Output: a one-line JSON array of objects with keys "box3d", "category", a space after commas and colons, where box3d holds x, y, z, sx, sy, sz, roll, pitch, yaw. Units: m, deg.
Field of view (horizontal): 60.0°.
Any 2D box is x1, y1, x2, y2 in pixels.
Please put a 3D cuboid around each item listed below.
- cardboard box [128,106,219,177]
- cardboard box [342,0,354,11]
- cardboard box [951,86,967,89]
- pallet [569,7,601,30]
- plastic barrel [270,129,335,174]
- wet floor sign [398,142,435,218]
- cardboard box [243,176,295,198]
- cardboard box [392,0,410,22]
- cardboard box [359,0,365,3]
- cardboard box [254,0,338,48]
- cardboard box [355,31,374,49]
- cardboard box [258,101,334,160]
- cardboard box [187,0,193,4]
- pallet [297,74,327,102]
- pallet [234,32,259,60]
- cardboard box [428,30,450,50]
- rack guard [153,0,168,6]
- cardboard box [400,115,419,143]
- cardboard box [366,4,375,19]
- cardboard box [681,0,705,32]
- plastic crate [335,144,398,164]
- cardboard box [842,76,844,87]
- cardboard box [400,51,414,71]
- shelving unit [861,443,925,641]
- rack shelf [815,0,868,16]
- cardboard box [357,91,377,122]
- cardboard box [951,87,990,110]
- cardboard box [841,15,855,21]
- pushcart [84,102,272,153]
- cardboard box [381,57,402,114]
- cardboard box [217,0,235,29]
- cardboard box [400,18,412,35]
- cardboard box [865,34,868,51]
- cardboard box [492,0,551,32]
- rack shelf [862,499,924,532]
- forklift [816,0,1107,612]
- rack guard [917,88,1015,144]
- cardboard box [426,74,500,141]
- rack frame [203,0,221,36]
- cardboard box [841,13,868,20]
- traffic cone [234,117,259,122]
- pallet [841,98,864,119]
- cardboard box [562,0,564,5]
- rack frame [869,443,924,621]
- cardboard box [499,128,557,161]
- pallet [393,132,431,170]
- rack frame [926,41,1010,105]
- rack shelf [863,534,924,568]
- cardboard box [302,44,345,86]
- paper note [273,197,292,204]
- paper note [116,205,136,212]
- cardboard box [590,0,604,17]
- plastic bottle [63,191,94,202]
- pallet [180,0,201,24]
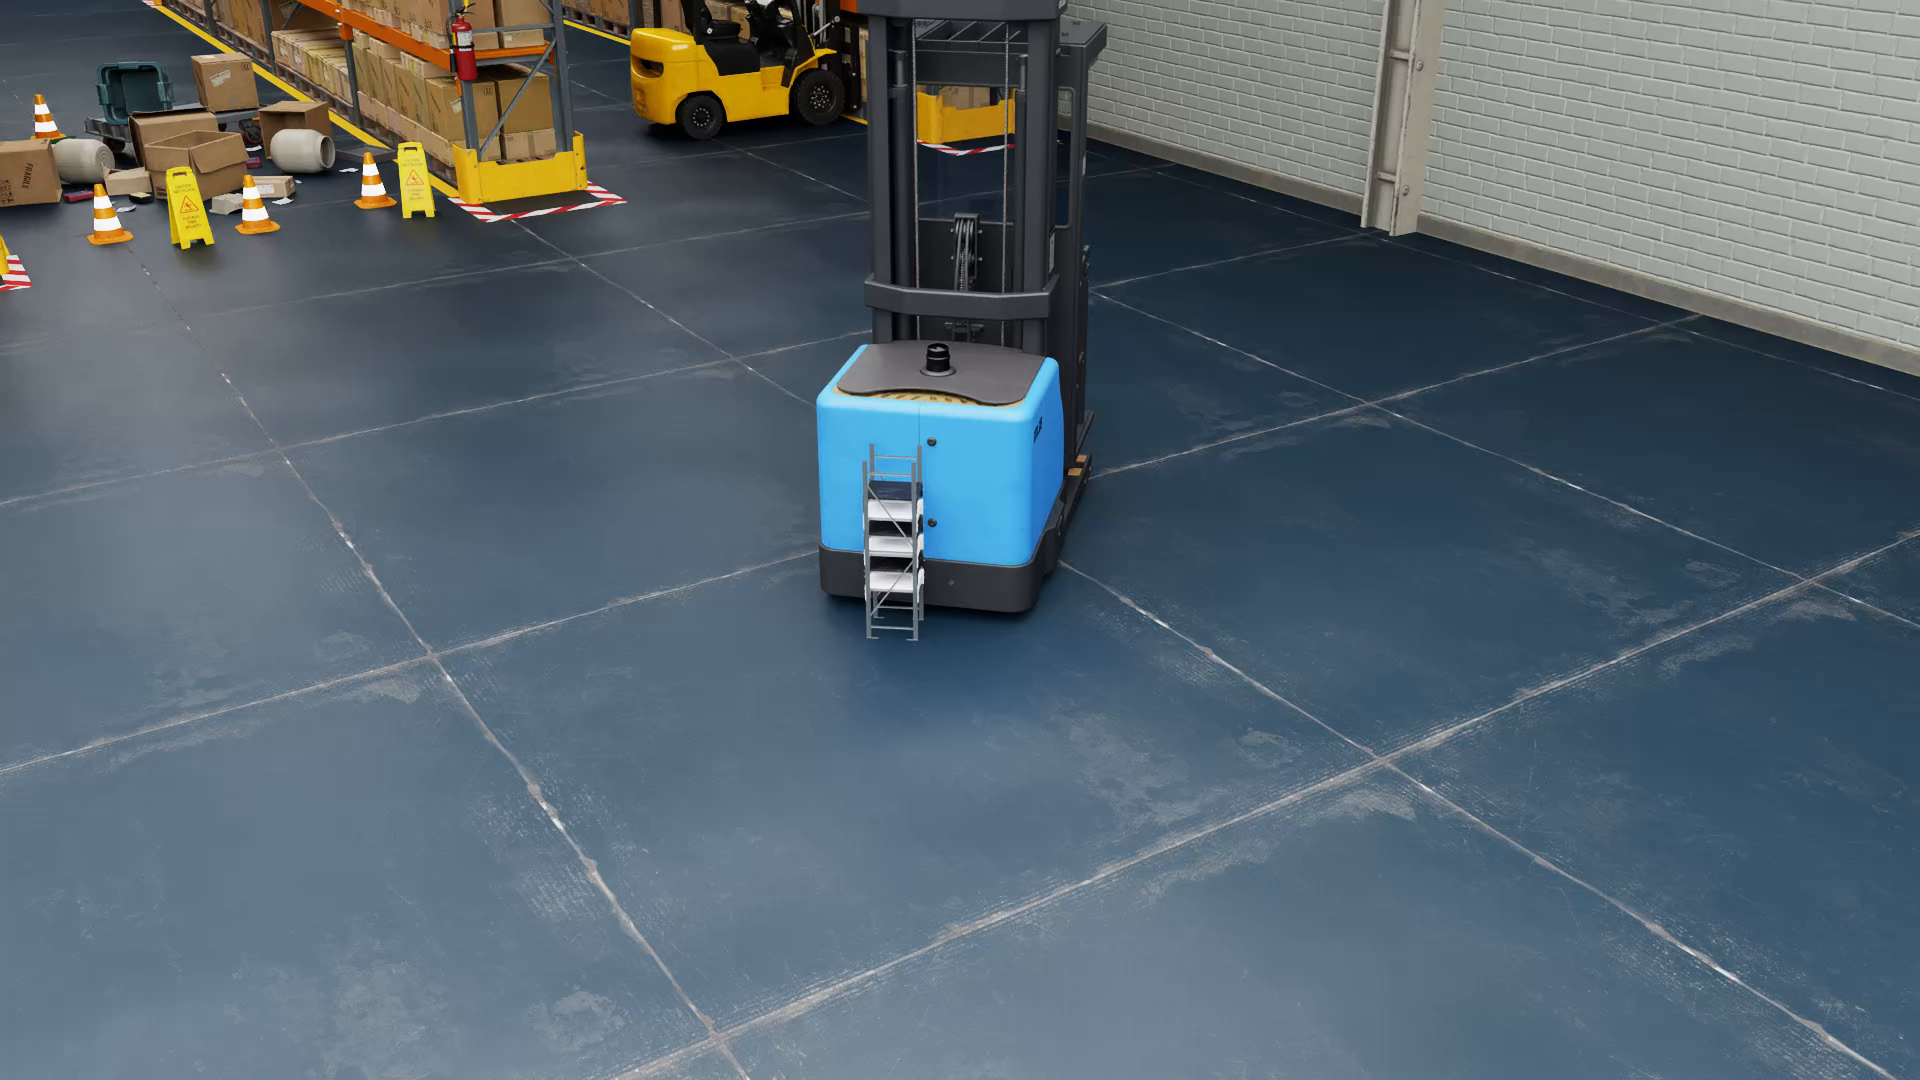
[{"box3d": [-7.662, -3.904, 16.271, 0.797, 0.637, 0.503, -16, 29, -30], "category": "cardboard box"}, {"box3d": [-6.345, -5.730, 17.669, 0.380, 0.149, 0.250, -16, 29, -30], "category": "cardboard box"}, {"box3d": [0.009, -5.148, 18.284, 0.500, 0.250, 0.500, -15, 29, -29], "category": "cardboard box"}, {"box3d": [-5.313, -8.071, 25.599, 1.003, 0.211, 1.213, -16, 29, -30], "category": "pallet"}, {"box3d": [-6.461, -3.822, 16.349, 0.512, 0.421, 0.421, 3, 25, 6], "category": "plastic barrel"}, {"box3d": [-4.858, -3.219, 14.812, 0.267, 0.644, 0.232, -6, 26, -12], "category": "wet floor sign"}, {"box3d": [-6.472, -3.309, 15.586, 0.380, 0.149, 0.250, -1, 25, -3], "category": "cardboard box"}, {"box3d": [-5.132, -5.270, 15.935, 0.500, 0.500, 0.500, -16, 29, -30], "category": "cardboard box"}, {"box3d": [-5.948, -5.815, 17.088, 0.500, 0.500, 0.500, -16, 29, -30], "category": "cardboard box"}, {"box3d": [-8.739, -6.958, 21.971, 0.875, 0.875, 0.875, -16, 30, -30], "category": "cardboard box"}, {"box3d": [-6.135, -5.278, 17.507, 0.380, 0.149, 0.250, -15, 29, -29], "category": "cardboard box"}, {"box3d": [-6.803, -4.202, 17.062, 0.500, 0.500, 0.500, 3, 25, 6], "category": "cardboard box"}, {"box3d": [-11.848, -8.817, 26.422, 0.875, 0.438, 0.875, -15, 29, -28], "category": "cardboard box"}, {"box3d": [-7.345, -5.485, 20.122, 1.003, 0.211, 1.213, -16, 29, -30], "category": "pallet"}, {"box3d": [-9.461, -6.937, 23.196, 1.003, 0.211, 1.213, -16, 29, -30], "category": "pallet"}, {"box3d": [-4.679, -4.636, 15.350, 0.380, 0.149, 0.250, -16, 30, -30], "category": "cardboard box"}, {"box3d": [-12.812, -9.202, 27.656, 1.175, 0.500, 0.348, -16, 29, -30], "category": "rack guard"}, {"box3d": [-5.298, -4.147, 16.749, 0.500, 0.250, 0.500, -17, 30, -31], "category": "cardboard box"}, {"box3d": [-5.887, -5.468, 17.113, 0.380, 0.149, 0.250, -15, 29, -28], "category": "cardboard box"}, {"box3d": [-3.215, -7.037, 22.433, 0.875, 0.625, 0.625, -17, 30, -32], "category": "cardboard box"}, {"box3d": [-6.078, -3.958, 17.041, 0.583, 0.080, 0.402, 18, 31, 33], "category": "plastic crate"}, {"box3d": [-1.261, -5.341, 19.280, 0.500, 0.250, 0.500, -15, 29, -28], "category": "cardboard box"}, {"box3d": [-5.254, -4.706, 16.296, 0.380, 0.149, 0.250, -14, 29, -27], "category": "cardboard box"}, {"box3d": [-0.304, 0.014, 7.665, 0.258, 0.900, 0.210, 3, 25, 5], "category": "shelving unit"}, {"box3d": [-1.000, -6.149, 19.104, 1.077, 0.370, 4.000, -16, 29, -30], "category": "rack shelf"}, {"box3d": [-6.152, -4.704, 17.929, 0.500, 0.250, 0.500, -17, 30, -32], "category": "cardboard box"}, {"box3d": [-0.012, -4.926, 18.401, 0.500, 0.250, 0.500, -15, 29, -29], "category": "cardboard box"}, {"box3d": [-1.538, -5.981, 19.464, 0.500, 0.250, 0.500, -14, 29, -28], "category": "cardboard box"}, {"box3d": [-8.131, -4.296, 17.409, 0.936, 0.377, 1.648, 18, 31, 33], "category": "pushcart"}, {"box3d": [-5.569, -4.668, 16.976, 0.500, 0.500, 0.500, -14, 29, -27], "category": "cardboard box"}, {"box3d": [-10.210, -7.919, 24.007, 0.875, 0.875, 0.875, -15, 29, -28], "category": "cardboard box"}, {"box3d": [-5.205, -5.012, 16.148, 0.380, 0.149, 0.250, -16, 30, -30], "category": "cardboard box"}, {"box3d": [-0.704, -5.431, 18.298, 0.500, 0.250, 0.500, -15, 29, -29], "category": "cardboard box"}, {"box3d": [-4.091, -5.014, 15.393, 0.500, 0.500, 0.500, -16, 30, -30], "category": "cardboard box"}, {"box3d": [-0.304, -0.118, 7.603, 0.258, 0.077, 0.200, 3, 25, 5], "category": "rack shelf"}, {"box3d": [0.134, -1.588, 8.680, 1.130, 2.935, 3.031, 5, 26, 11], "category": "forklift"}, {"box3d": [0.105, -4.620, 17.950, 1.175, 0.500, 0.348, -16, 29, -30], "category": "rack guard"}, {"box3d": [-4.721, -4.112, 15.797, 0.500, 0.500, 0.500, -15, 29, -29], "category": "cardboard box"}, {"box3d": [-10.616, -8.893, 24.074, 1.000, 3.000, 0.127, -16, 29, -30], "category": "rack frame"}, {"box3d": [-1.107, -6.095, 19.706, 0.500, 0.250, 0.500, -15, 29, -29], "category": "cardboard box"}, {"box3d": [-8.098, -5.001, 18.802, 0.336, 0.463, 0.334, -16, 29, -30], "category": "traffic cone"}, {"box3d": [-1.022, -5.197, 19.512, 1.003, 0.211, 1.213, -16, 29, -30], "category": "pallet"}, {"box3d": [-6.084, -8.697, 26.095, 0.500, 0.500, 0.500, -16, 30, -30], "category": "cardboard box"}, {"box3d": [-0.294, -0.029, 7.757, 0.240, 0.900, 0.006, 3, 25, 5], "category": "rack frame"}, {"box3d": [-4.273, -3.900, 16.227, 0.500, 0.250, 0.500, -16, 30, -30], "category": "cardboard box"}, {"box3d": [-5.182, -4.102, 17.191, 1.003, 0.211, 1.213, -16, 29, -30], "category": "pallet"}, {"box3d": [0.092, -5.759, 17.435, 1.000, 3.000, 0.127, -16, 29, -30], "category": "rack frame"}, {"box3d": [-0.304, 0.044, 7.680, 0.258, 0.077, 0.200, 3, 25, 5], "category": "rack shelf"}, {"box3d": [-7.313, -5.725, 19.949, 0.950, 0.372, 0.625, -14, 29, -28], "category": "cardboard box"}, {"box3d": [-6.249, -3.132, 15.349, 0.142, 0.019, 0.148, 18, 31, 33], "category": "paper note"}, {"box3d": [-7.568, -3.009, 15.090, 0.144, 0.017, 0.142, -6, 26, -12], "category": "paper note"}, {"box3d": [-5.238, -8.149, 24.934, 0.500, 0.500, 0.500, -14, 29, -27], "category": "cardboard box"}, {"box3d": [-8.165, -3.200, 15.458, 0.133, 0.061, 0.283, 18, 31, 33], "category": "plastic bottle"}, {"box3d": [-11.635, -8.359, 26.209, 1.003, 0.211, 1.213, -16, 29, -30], "category": "pallet"}]
